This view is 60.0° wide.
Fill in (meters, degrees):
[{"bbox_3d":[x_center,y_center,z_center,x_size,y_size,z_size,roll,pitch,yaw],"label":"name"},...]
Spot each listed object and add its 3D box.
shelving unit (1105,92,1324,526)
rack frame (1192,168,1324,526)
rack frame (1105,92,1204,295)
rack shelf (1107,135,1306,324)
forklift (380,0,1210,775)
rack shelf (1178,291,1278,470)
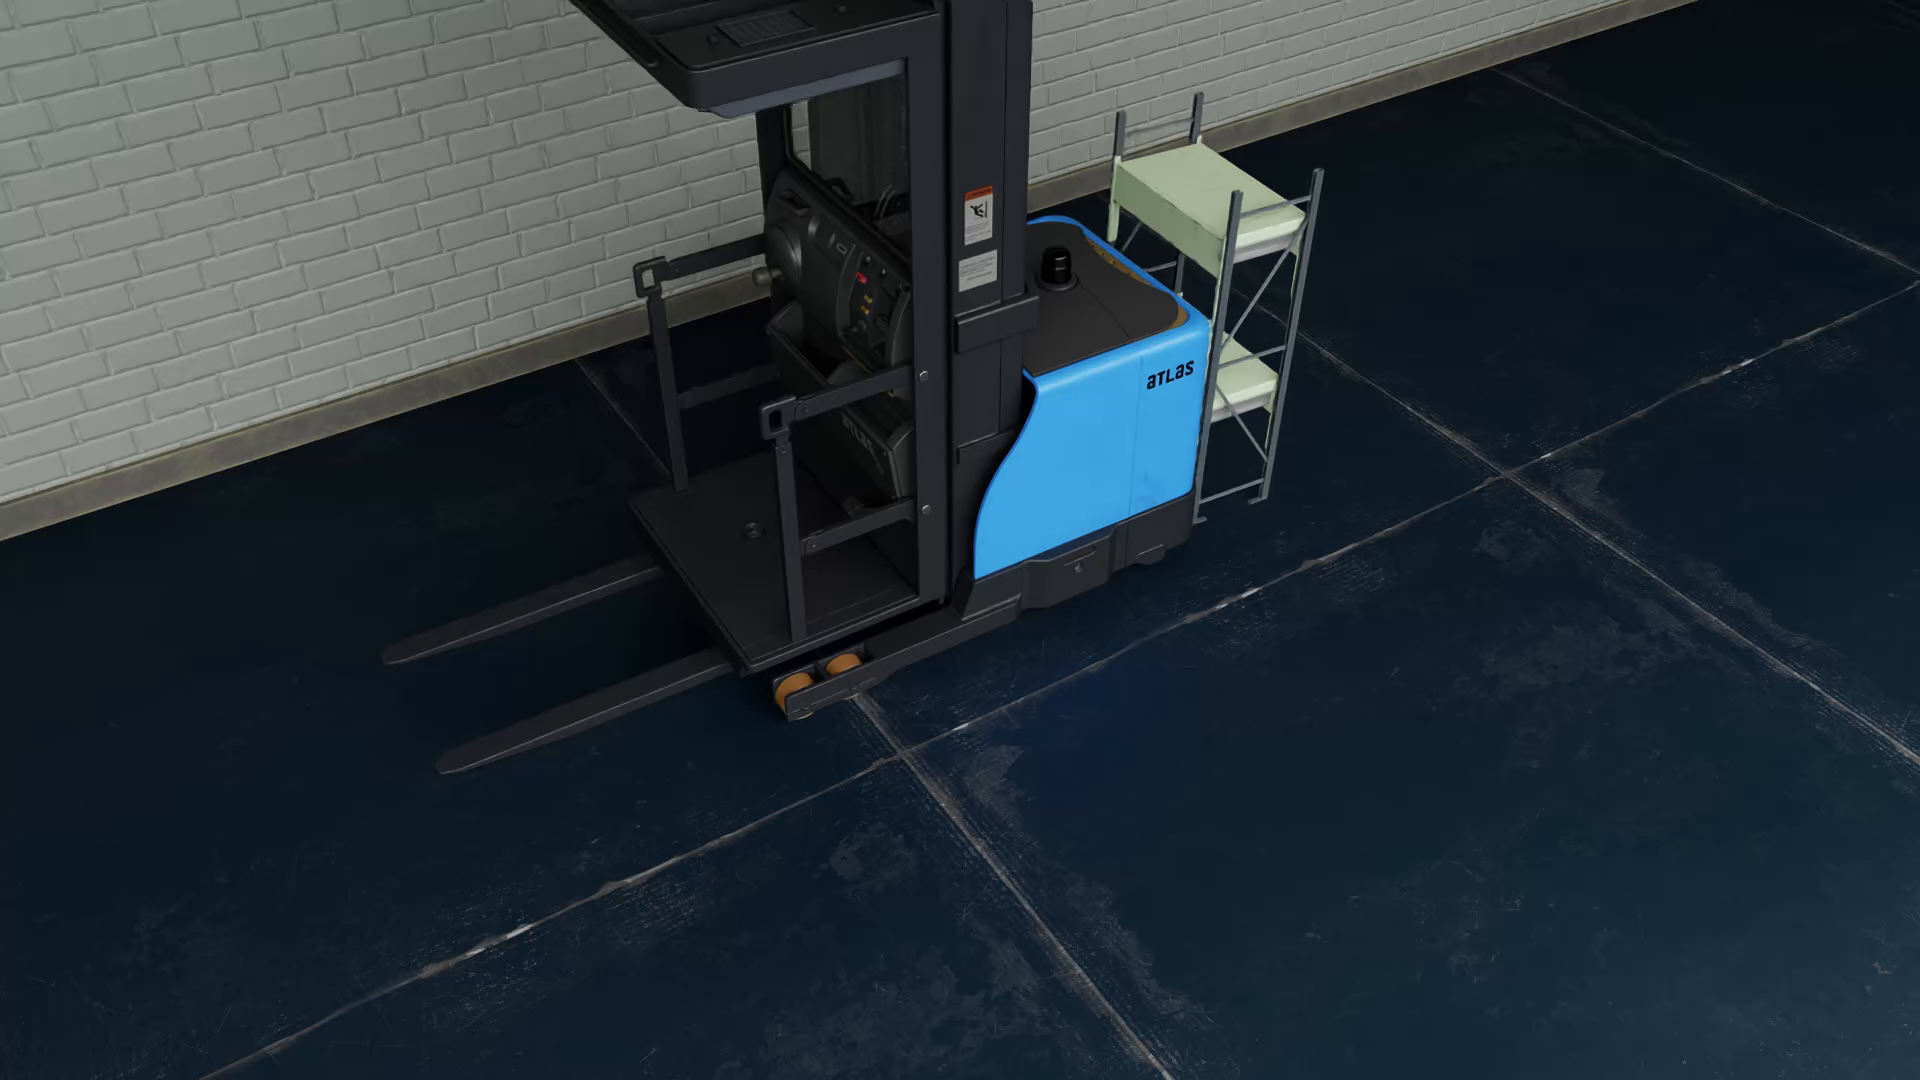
[{"bbox_3d":[0.942,-0.906,6.657,0.431,1.500,0.755,-19,43,-23],"label":"shelving unit"},{"bbox_3d":[1.123,-0.702,6.413,0.400,1.500,0.023,-19,43,-23],"label":"rack frame"},{"bbox_3d":[0.761,-1.110,6.901,0.400,1.500,0.023,-19,43,-23],"label":"rack frame"},{"bbox_3d":[0.950,-1.209,6.411,0.431,0.370,0.720,-19,43,-23],"label":"rack shelf"},{"bbox_3d":[-0.597,-0.871,5.505,3.031,2.935,1.130,-21,44,-24],"label":"forklift"},{"bbox_3d":[0.935,-0.653,6.863,0.431,0.370,0.720,-19,43,-23],"label":"rack shelf"}]
